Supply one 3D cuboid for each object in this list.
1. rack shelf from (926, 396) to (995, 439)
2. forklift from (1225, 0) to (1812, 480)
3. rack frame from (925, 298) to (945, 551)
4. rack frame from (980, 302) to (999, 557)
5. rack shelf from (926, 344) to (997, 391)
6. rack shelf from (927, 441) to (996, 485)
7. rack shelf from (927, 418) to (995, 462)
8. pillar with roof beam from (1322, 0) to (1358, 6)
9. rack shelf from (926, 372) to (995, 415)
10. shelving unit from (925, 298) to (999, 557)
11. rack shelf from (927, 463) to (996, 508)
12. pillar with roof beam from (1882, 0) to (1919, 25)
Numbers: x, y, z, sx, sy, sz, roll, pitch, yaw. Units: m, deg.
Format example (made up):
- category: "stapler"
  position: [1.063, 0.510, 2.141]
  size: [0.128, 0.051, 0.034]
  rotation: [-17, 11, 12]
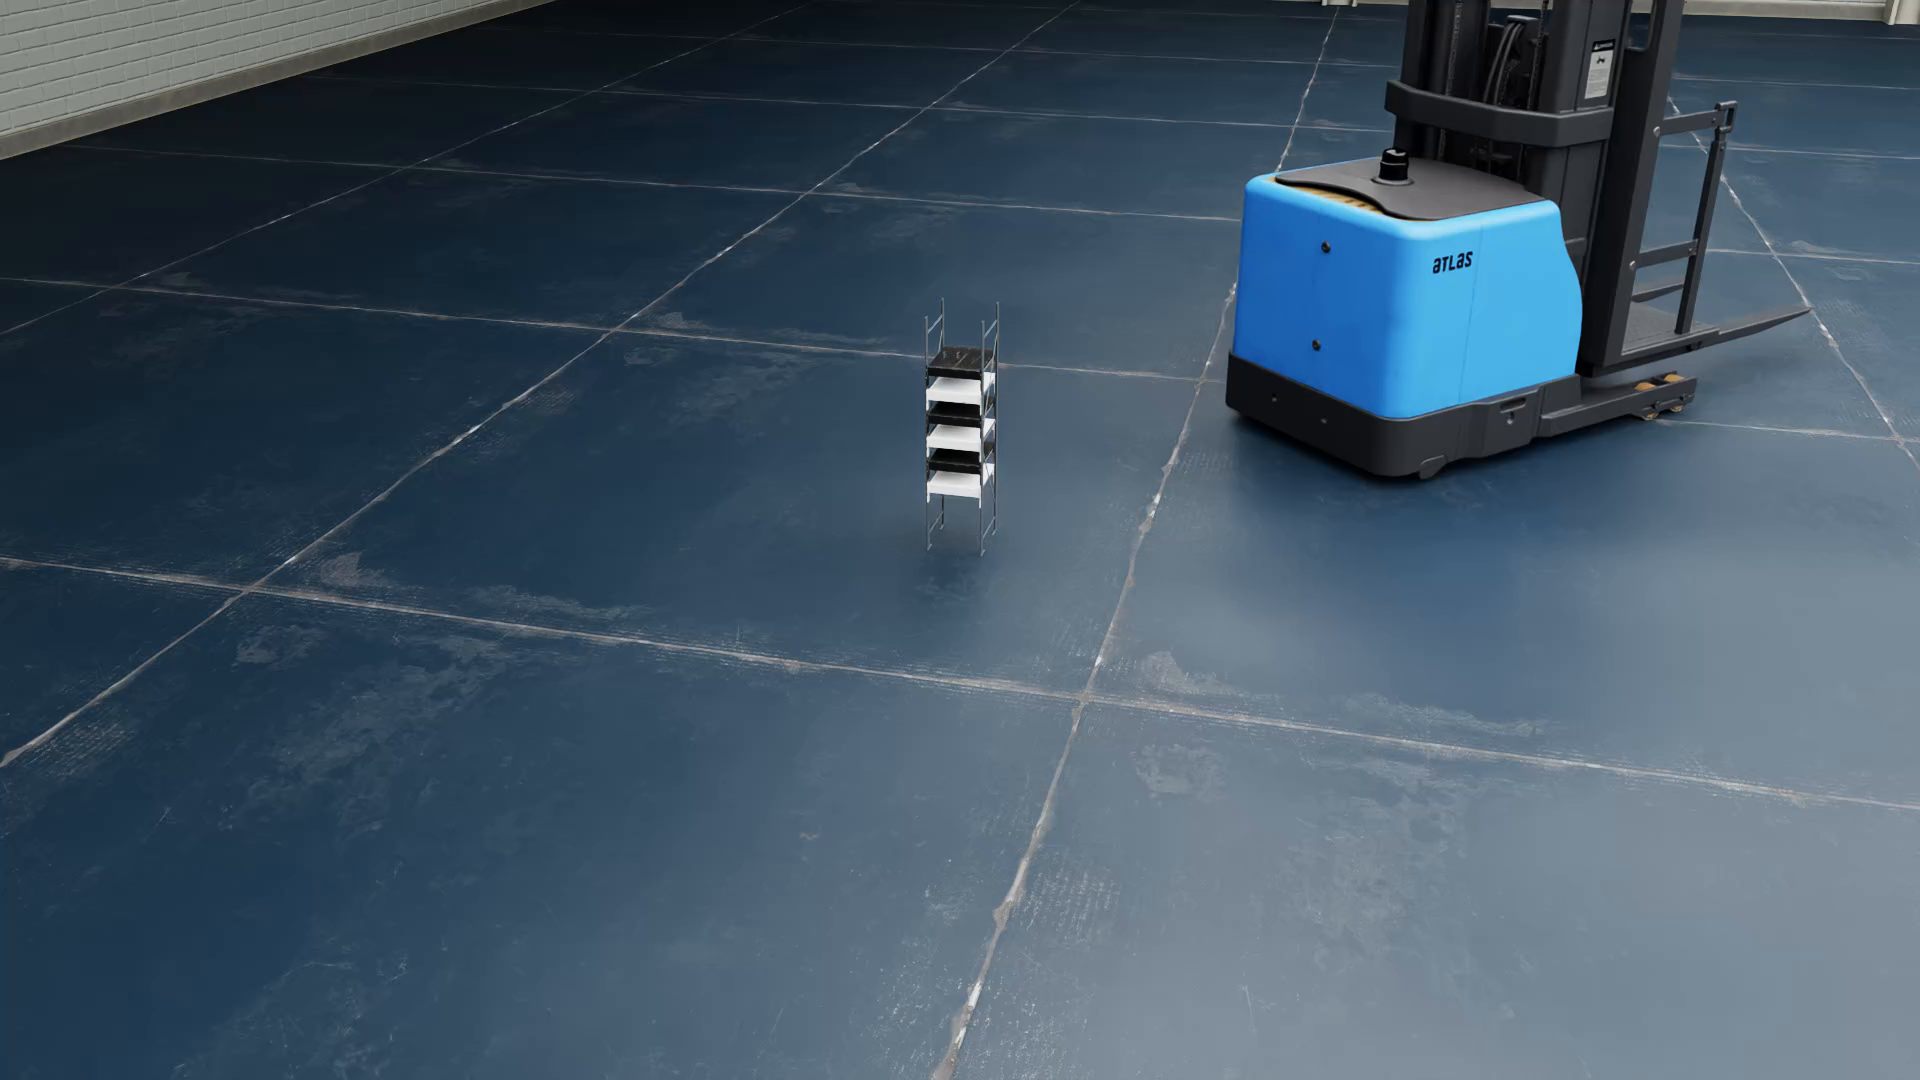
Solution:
- category: "rack shelf"
  position: [0.008, -0.457, 6.030]
  size: [0.200, 0.077, 0.258]
  rotation: [6, 26, 13]
- category: "forklift"
  position: [2.695, -2.029, 7.102]
  size: [3.031, 2.935, 1.130]
  rotation: [-15, 29, -29]
- category: "rack frame"
  position: [-0.091, -0.416, 6.078]
  size: [0.006, 0.900, 0.240]
  rotation: [6, 26, 13]
- category: "rack frame"
  position: [0.106, -0.395, 6.032]
  size: [0.006, 0.900, 0.240]
  rotation: [6, 26, 13]
- category: "rack shelf"
  position: [0.008, -0.619, 5.953]
  size: [0.200, 0.077, 0.258]
  rotation: [6, 26, 13]
- category: "rack shelf"
  position: [0.008, -0.294, 6.108]
  size: [0.200, 0.077, 0.258]
  rotation: [6, 26, 13]
- category: "rack shelf"
  position: [0.008, -0.375, 6.069]
  size: [0.200, 0.077, 0.258]
  rotation: [6, 26, 13]
- category: "pillar with roof beam"
  position: [3.348, -8.510, 13.656]
  size: [0.400, 9.000, 9.100]
  rotation: [6, 26, 13]
- category: "rack shelf"
  position: [0.008, -0.538, 5.992]
  size: [0.200, 0.077, 0.258]
  rotation: [6, 26, 13]
- category: "shelving unit"
  position: [0.008, -0.405, 6.055]
  size: [0.210, 0.900, 0.258]
  rotation: [6, 26, 13]
- category: "rack shelf"
  position: [0.008, -0.213, 6.146]
  size: [0.200, 0.077, 0.258]
  rotation: [6, 26, 13]
- category: "pillar with roof beam"
  position: [9.159, -7.868, 12.307]
  size: [0.400, 9.000, 9.100]
  rotation: [6, 26, 13]
